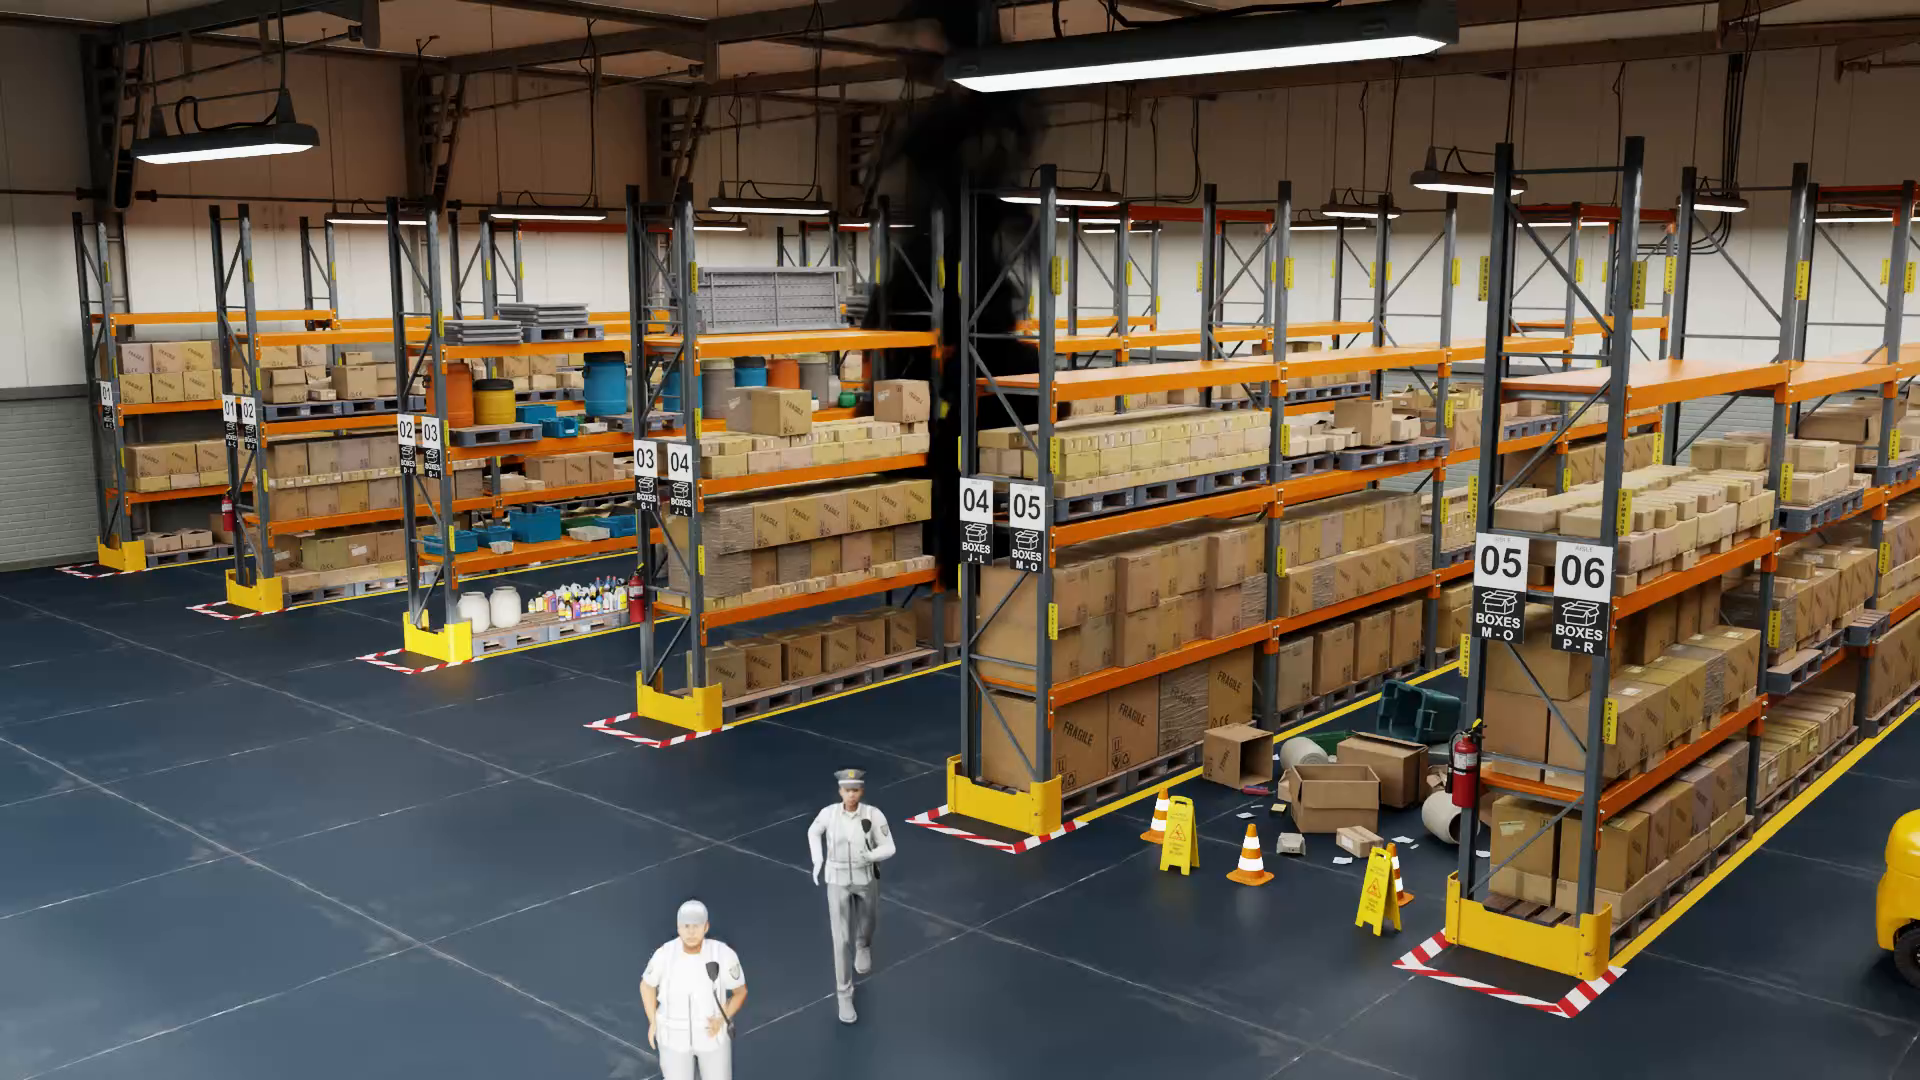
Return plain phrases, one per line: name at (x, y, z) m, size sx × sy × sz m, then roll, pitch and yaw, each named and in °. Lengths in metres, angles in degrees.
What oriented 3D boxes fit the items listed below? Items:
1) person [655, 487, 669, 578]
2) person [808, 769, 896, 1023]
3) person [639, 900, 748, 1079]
person at (-5.033, -0.236, 27.413) m, size 0.664 × 1.734 × 0.590 m, roll 6°, pitch 11°, yaw 34°
person at (-0.757, 2.399, 11.660) m, size 0.612 × 1.679 × 0.941 m, roll -1°, pitch 10°, yaw -5°
person at (-1.508, 2.824, 9.437) m, size 0.618 × 1.628 × 0.758 m, roll -1°, pitch 10°, yaw -5°
